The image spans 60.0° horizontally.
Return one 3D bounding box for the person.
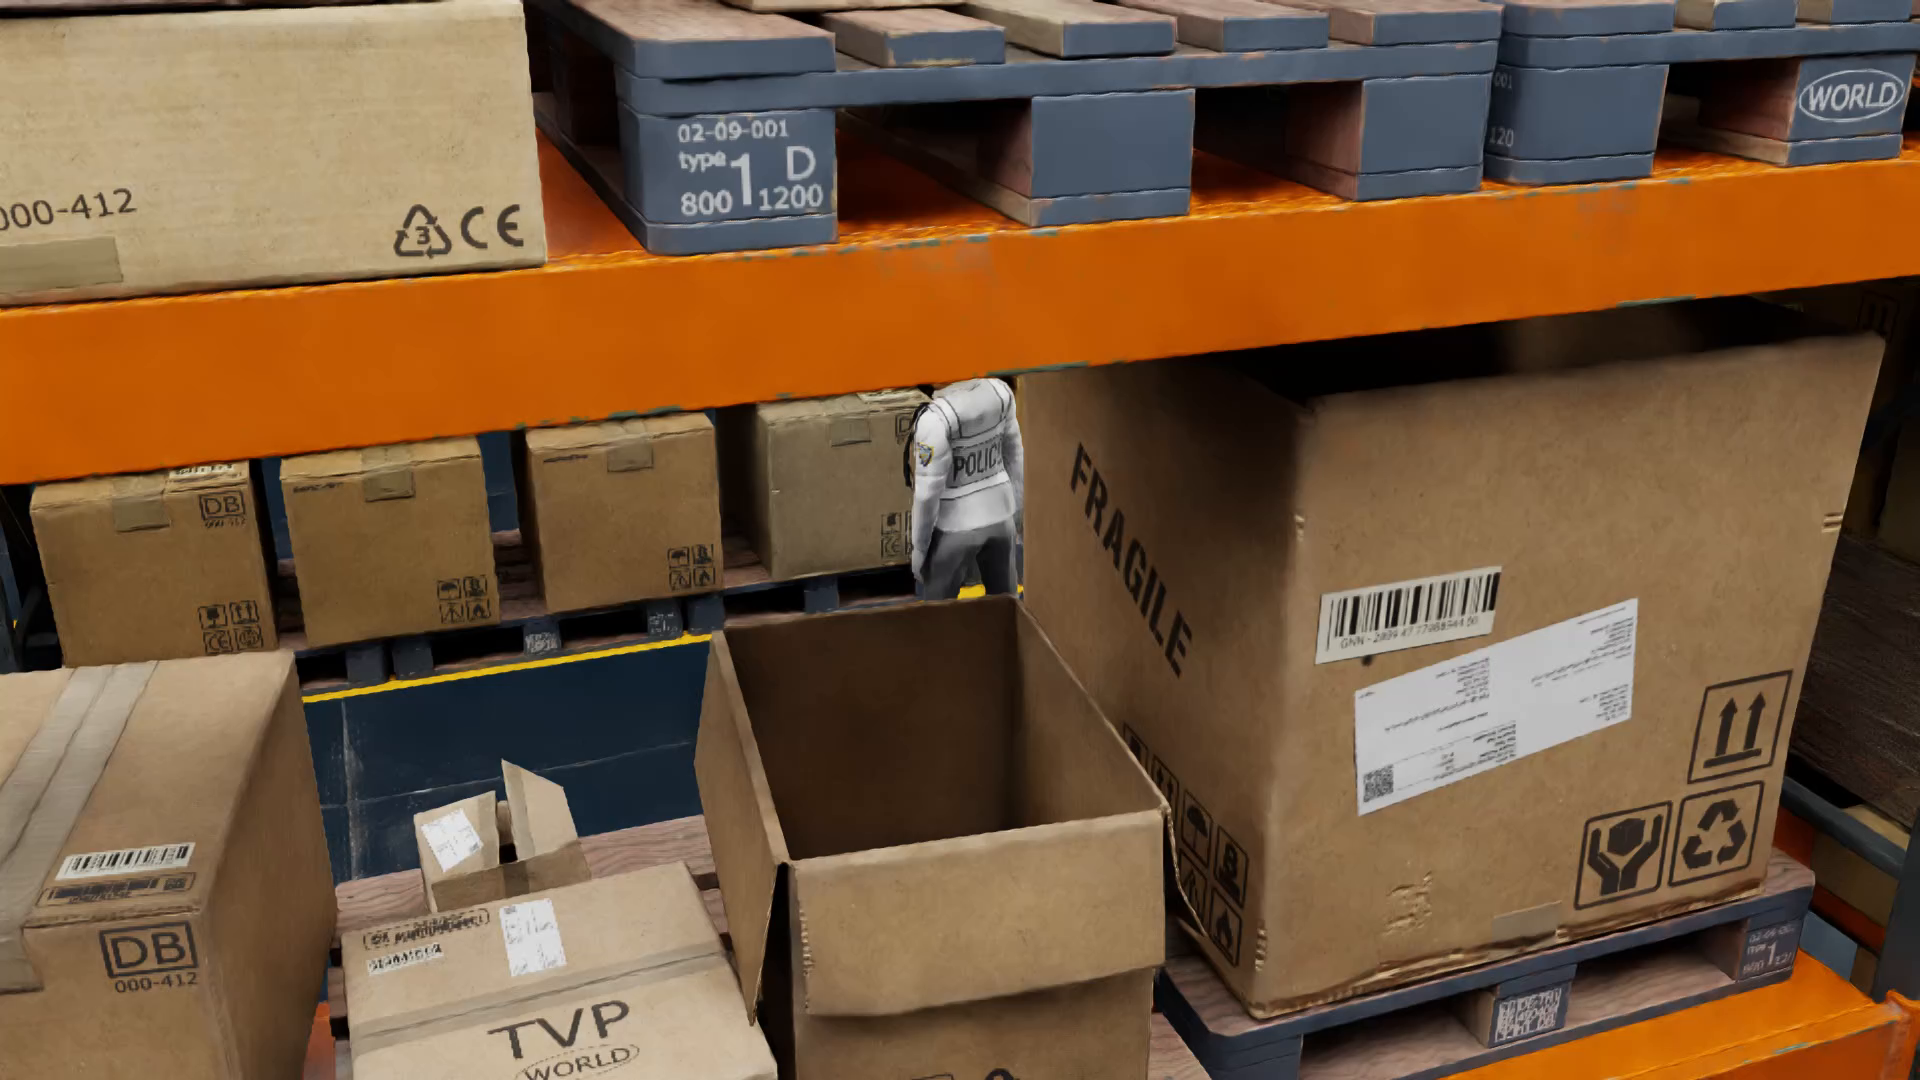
[{"bbox_3d":[0.050,-0.066,6.277,0.624,1.641,0.530,-14,27,-31],"label":"person"}]
